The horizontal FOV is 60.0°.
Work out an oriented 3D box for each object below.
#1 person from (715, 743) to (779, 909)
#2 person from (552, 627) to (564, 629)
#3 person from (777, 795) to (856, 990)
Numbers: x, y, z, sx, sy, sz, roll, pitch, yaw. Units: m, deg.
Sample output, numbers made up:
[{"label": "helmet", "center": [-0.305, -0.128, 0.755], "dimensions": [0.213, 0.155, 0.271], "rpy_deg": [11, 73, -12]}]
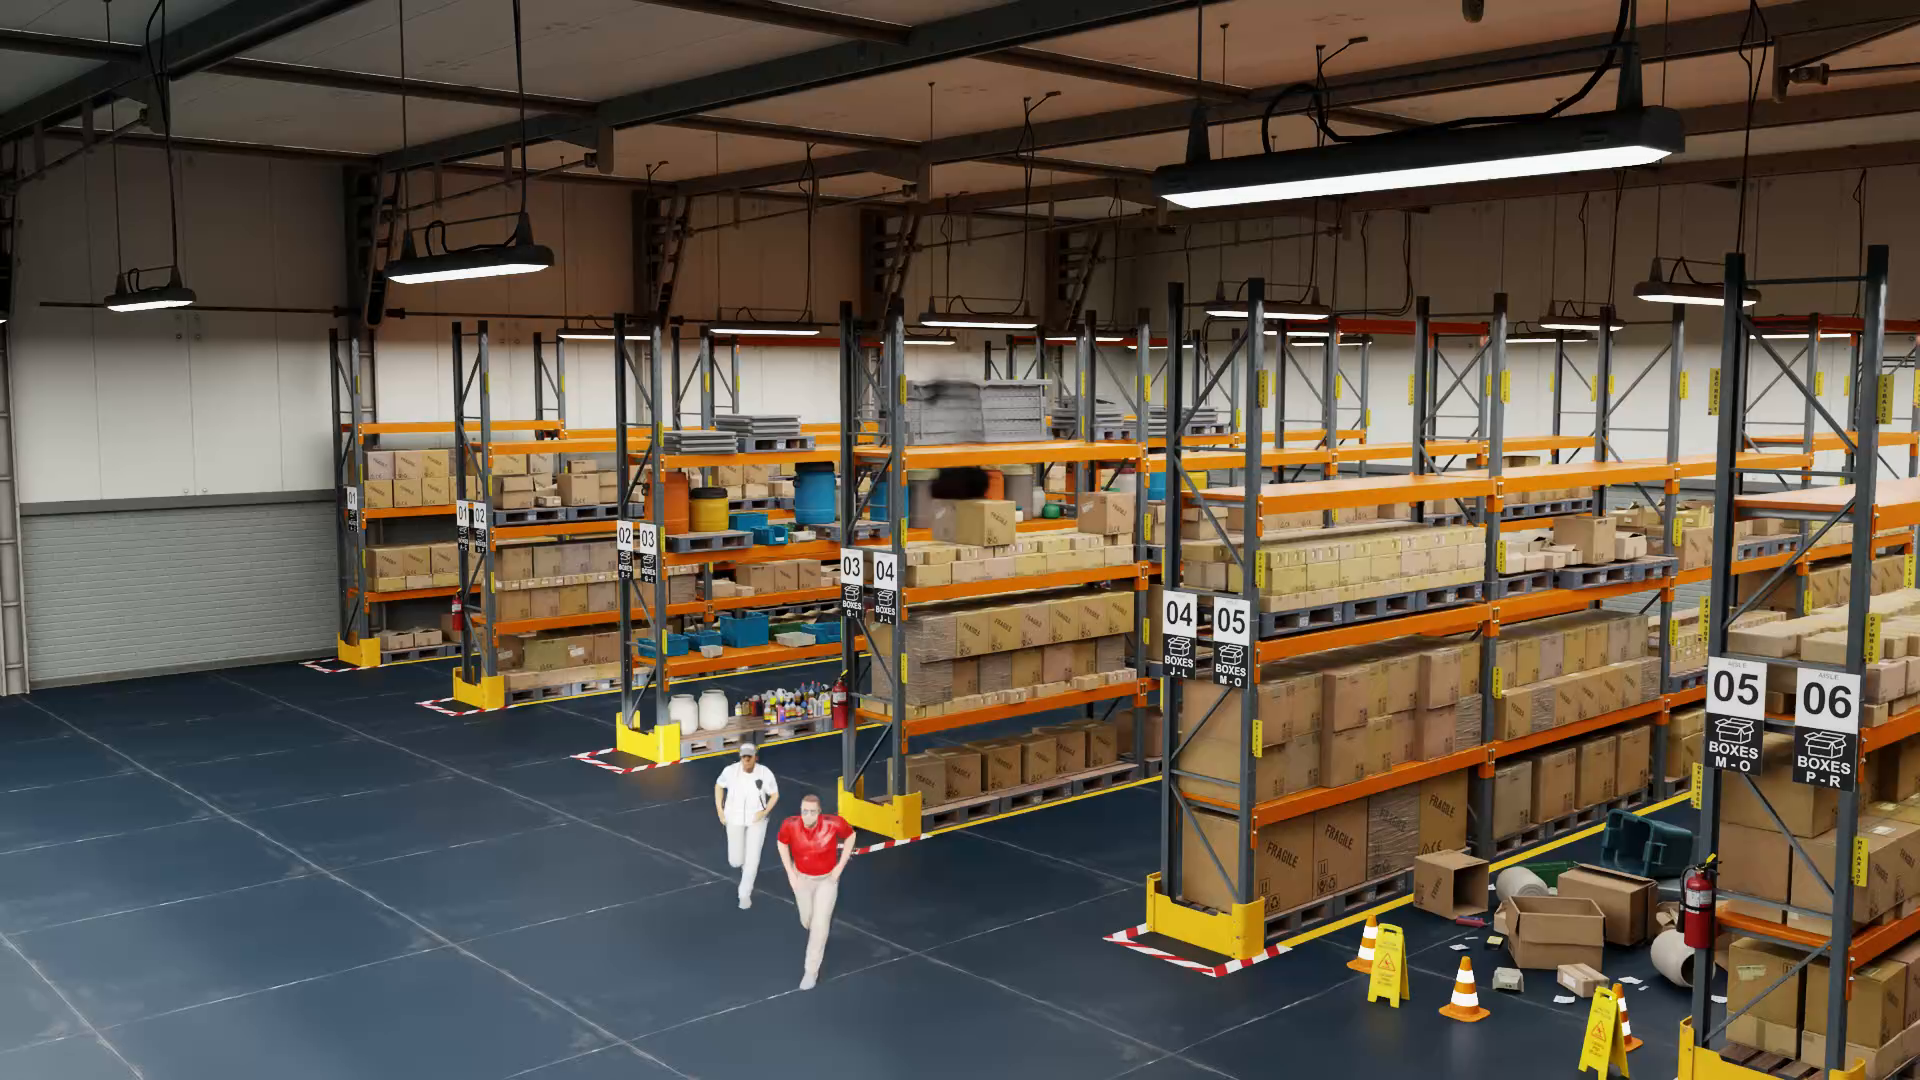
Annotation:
[{"label": "person", "center": [-2.093, 2.771, 16.378], "dimensions": [0.637, 1.630, 0.667], "rpy_deg": [0, 6, -1]}, {"label": "person", "center": [-6.974, 1.419, 28.994], "dimensions": [0.972, 1.774, 0.700], "rpy_deg": [-6, 8, -45]}, {"label": "person", "center": [-1.232, 2.950, 14.408], "dimensions": [0.677, 1.692, 0.958], "rpy_deg": [0, 6, -1]}]
